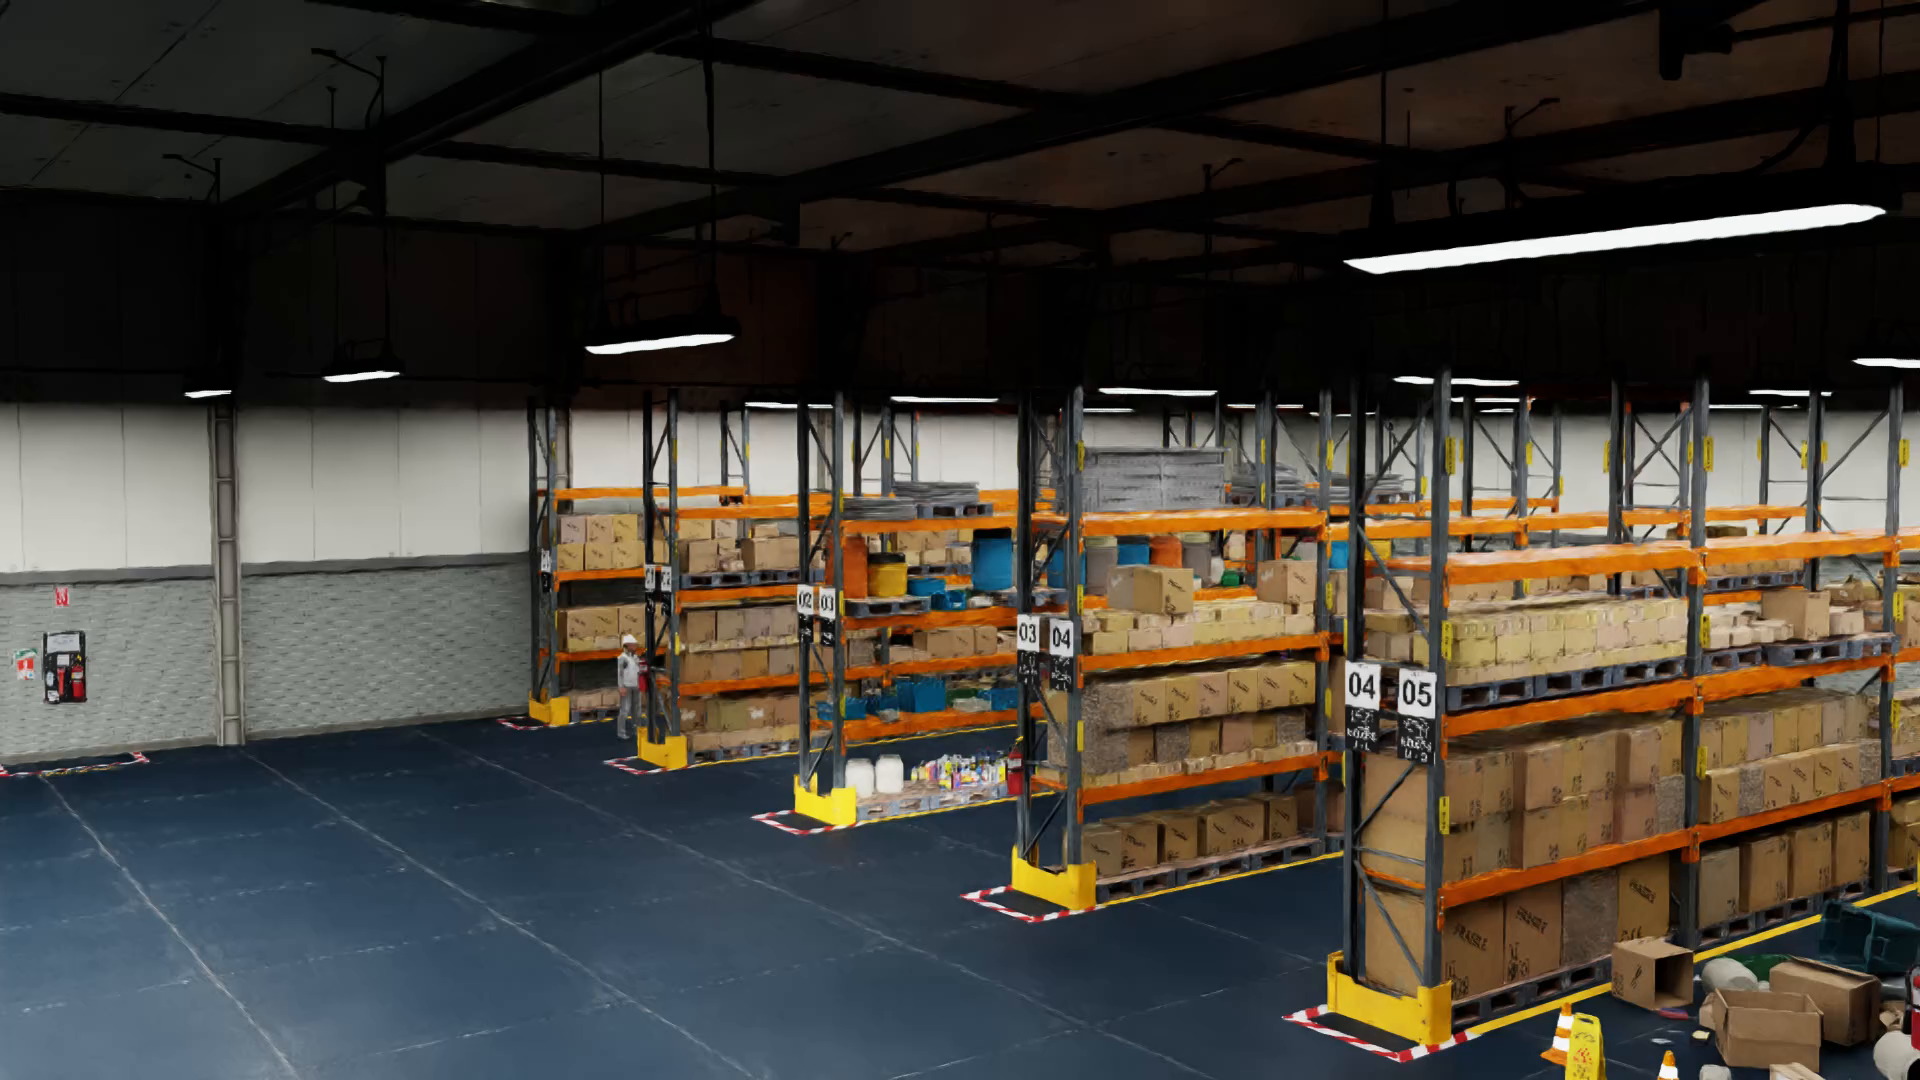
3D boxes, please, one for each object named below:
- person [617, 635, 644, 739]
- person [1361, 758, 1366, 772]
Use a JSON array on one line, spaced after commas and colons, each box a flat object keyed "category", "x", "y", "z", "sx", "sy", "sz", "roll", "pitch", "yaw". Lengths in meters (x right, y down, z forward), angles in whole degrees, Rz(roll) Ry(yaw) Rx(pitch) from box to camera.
[{"category": "person", "x": -5.734, "y": 2.554, "z": 29.024, "sx": 0.448, "sy": 1.771, "sz": 0.586, "roll": 2, "pitch": 4, "yaw": 24}, {"category": "person", "x": 6.139, "y": 2.814, "z": 25.068, "sx": 1.123, "sy": 1.709, "sz": 0.553, "roll": -2, "pitch": 4, "yaw": -34}]
